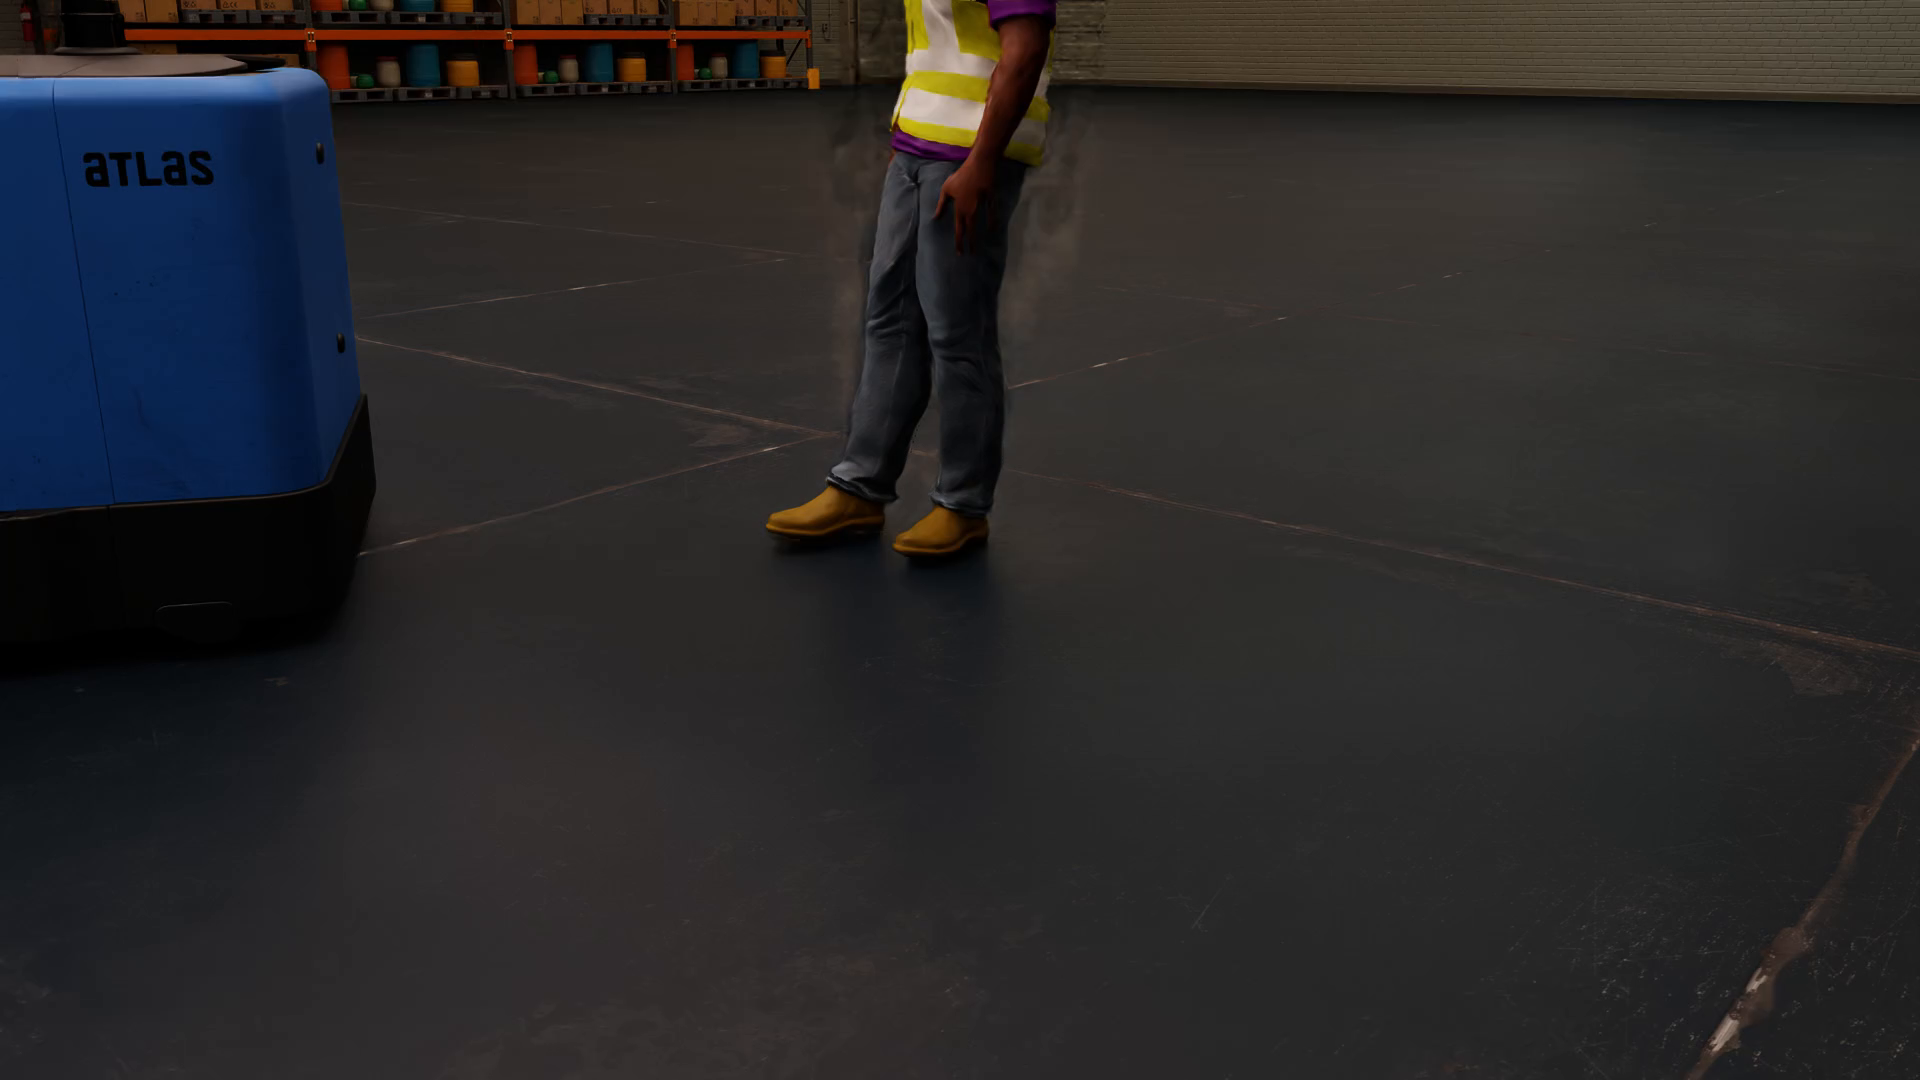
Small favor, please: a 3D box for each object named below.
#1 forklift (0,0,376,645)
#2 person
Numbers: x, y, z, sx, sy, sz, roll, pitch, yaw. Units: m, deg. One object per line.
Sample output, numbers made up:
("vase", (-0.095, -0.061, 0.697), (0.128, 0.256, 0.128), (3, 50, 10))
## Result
("forklift", (-2.804, -1.231, 2.950), (3.031, 2.935, 1.130), (-4, 17, -14))
("person", (-0.116, -0.840, 3.654), (0.662, 1.768, 0.661), (-4, 17, -13))
